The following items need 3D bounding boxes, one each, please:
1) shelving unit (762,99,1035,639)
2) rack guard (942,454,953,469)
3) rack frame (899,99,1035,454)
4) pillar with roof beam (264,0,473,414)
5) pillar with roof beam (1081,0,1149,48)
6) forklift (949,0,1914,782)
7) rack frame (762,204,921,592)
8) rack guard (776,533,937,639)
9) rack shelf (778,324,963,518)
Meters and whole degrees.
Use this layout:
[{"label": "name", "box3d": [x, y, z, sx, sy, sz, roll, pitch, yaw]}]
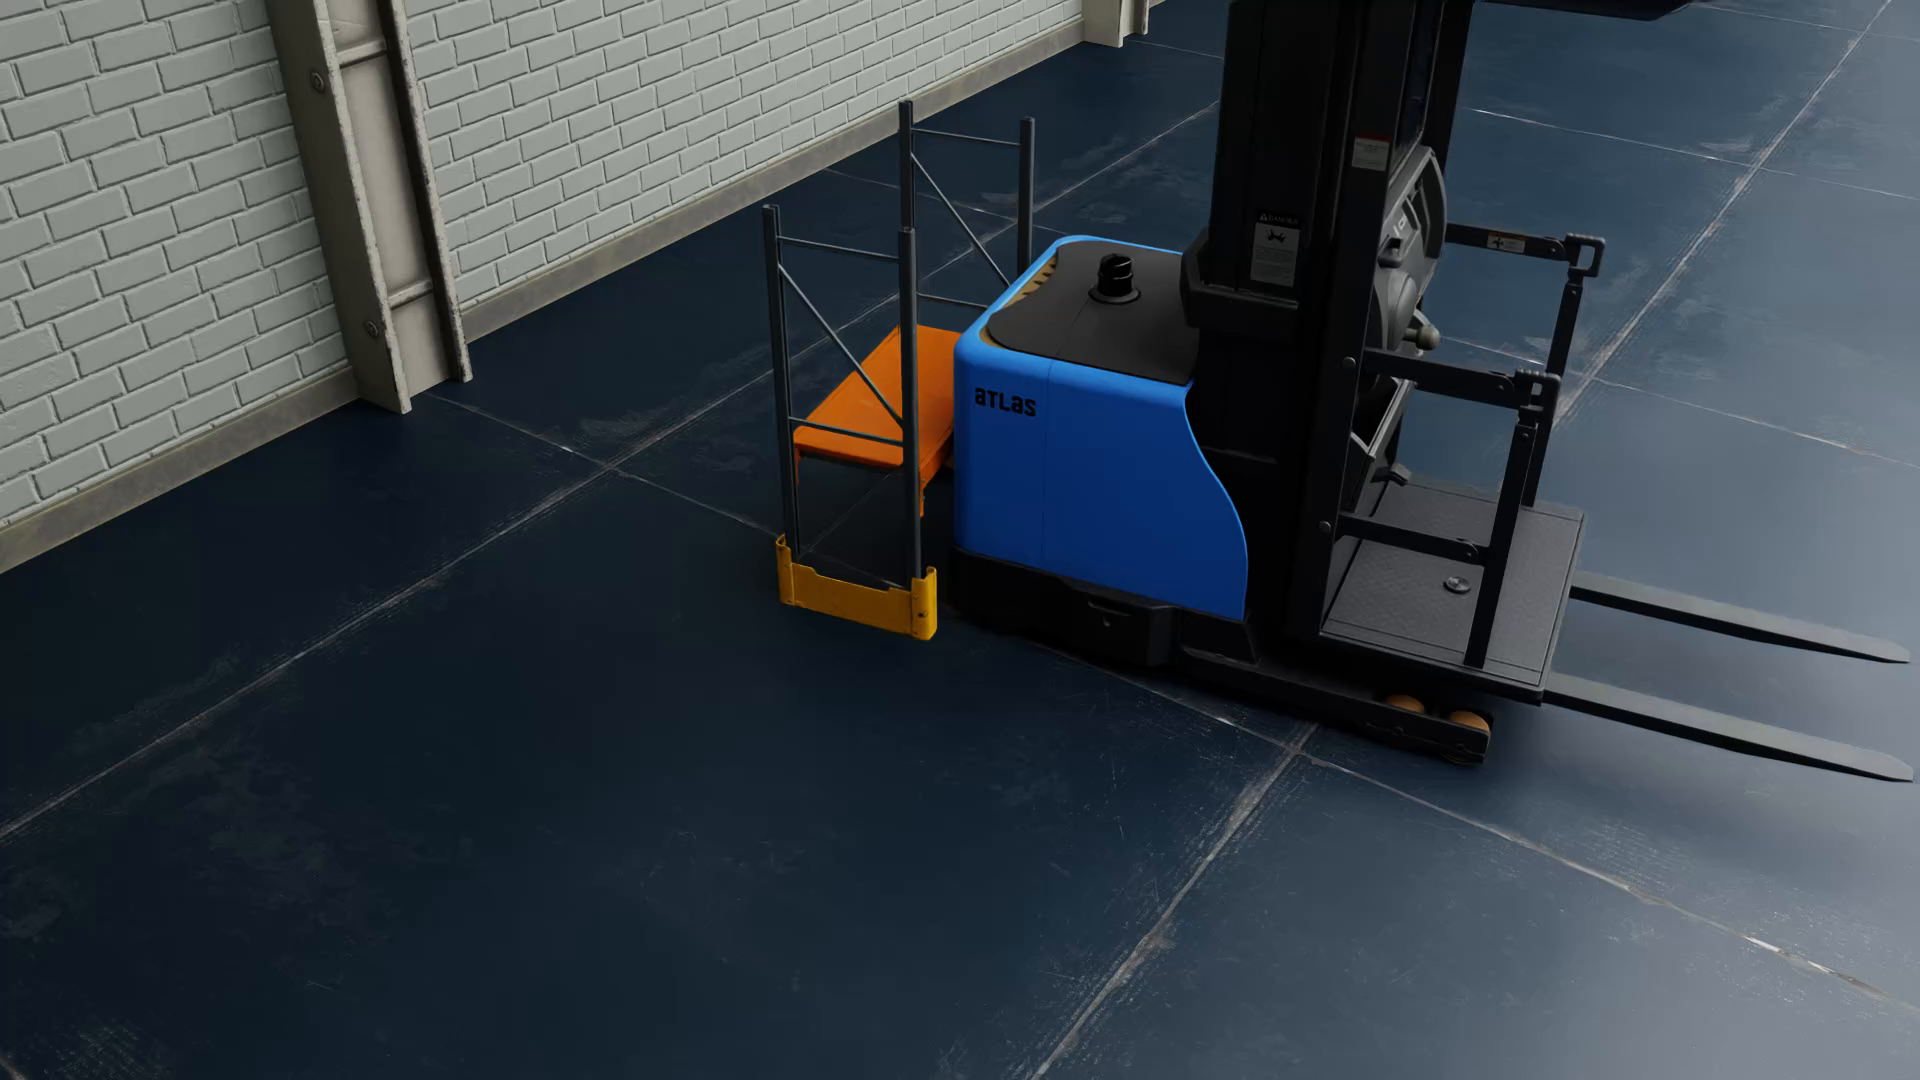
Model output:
[{"label": "shelving unit", "box3d": [-0.170, -0.616, 5.823, 0.587, 1.500, 1.083, 13, 36, 19]}, {"label": "rack guard", "box3d": [0.020, -0.356, 6.554, 0.587, 0.250, 0.087, 13, 36, 19]}, {"label": "rack frame", "box3d": [0.021, -0.875, 6.205, 0.500, 1.500, 0.032, 13, 36, 19]}, {"label": "pillar with roof beam", "box3d": [1.163, -3.023, 2.687, 9.100, 9.000, 0.400, 21, 39, 28]}, {"label": "pillar with roof beam", "box3d": [4.584, -5.784, 6.770, 9.100, 9.000, 0.400, 21, 39, 28]}, {"label": "forklift", "box3d": [1.524, -0.852, 4.893, 3.031, 2.935, 1.130, 14, 37, 20]}, {"label": "rack frame", "box3d": [-0.369, -0.349, 5.427, 0.500, 1.500, 0.032, 13, 36, 19]}, {"label": "rack guard", "box3d": [-0.361, 0.159, 5.792, 0.587, 0.250, 0.087, 13, 36, 19]}, {"label": "rack shelf", "box3d": [-0.174, -0.463, 5.916, 0.538, 0.185, 1.000, 13, 36, 19]}]
